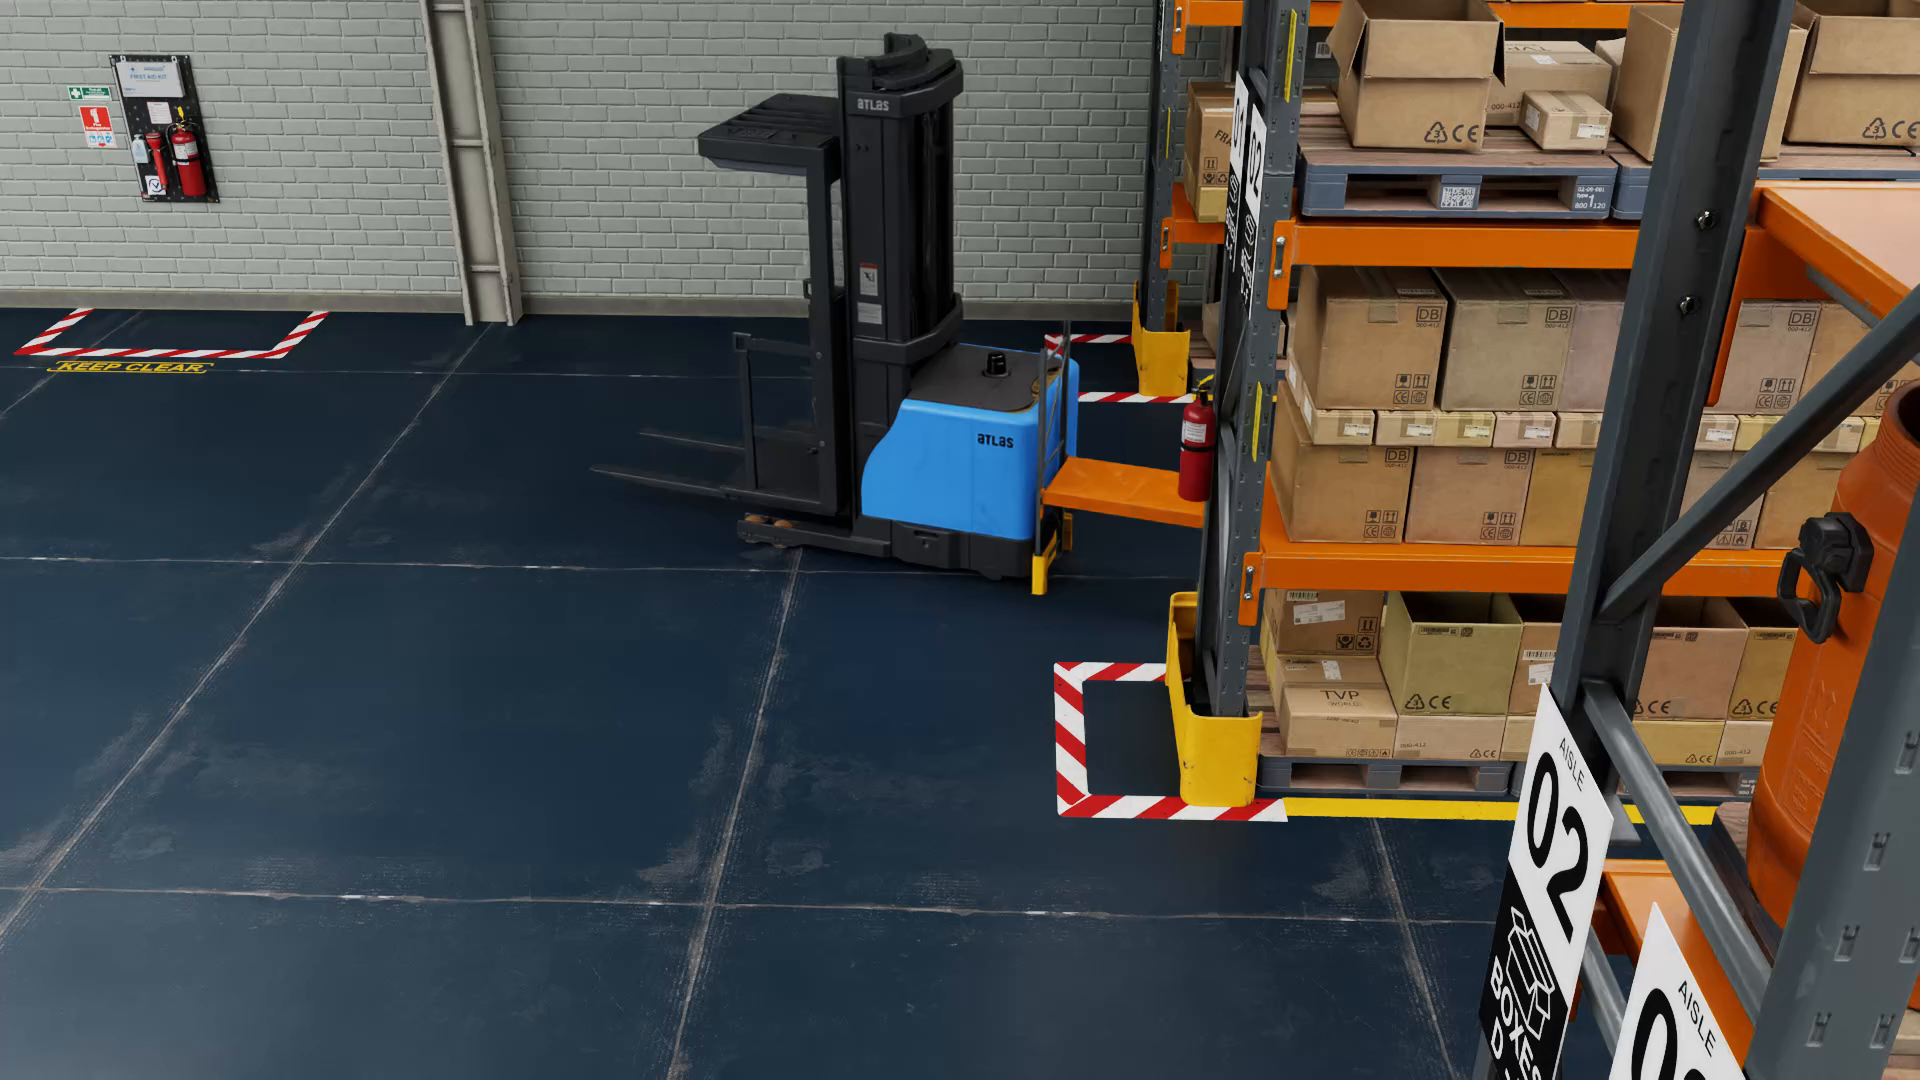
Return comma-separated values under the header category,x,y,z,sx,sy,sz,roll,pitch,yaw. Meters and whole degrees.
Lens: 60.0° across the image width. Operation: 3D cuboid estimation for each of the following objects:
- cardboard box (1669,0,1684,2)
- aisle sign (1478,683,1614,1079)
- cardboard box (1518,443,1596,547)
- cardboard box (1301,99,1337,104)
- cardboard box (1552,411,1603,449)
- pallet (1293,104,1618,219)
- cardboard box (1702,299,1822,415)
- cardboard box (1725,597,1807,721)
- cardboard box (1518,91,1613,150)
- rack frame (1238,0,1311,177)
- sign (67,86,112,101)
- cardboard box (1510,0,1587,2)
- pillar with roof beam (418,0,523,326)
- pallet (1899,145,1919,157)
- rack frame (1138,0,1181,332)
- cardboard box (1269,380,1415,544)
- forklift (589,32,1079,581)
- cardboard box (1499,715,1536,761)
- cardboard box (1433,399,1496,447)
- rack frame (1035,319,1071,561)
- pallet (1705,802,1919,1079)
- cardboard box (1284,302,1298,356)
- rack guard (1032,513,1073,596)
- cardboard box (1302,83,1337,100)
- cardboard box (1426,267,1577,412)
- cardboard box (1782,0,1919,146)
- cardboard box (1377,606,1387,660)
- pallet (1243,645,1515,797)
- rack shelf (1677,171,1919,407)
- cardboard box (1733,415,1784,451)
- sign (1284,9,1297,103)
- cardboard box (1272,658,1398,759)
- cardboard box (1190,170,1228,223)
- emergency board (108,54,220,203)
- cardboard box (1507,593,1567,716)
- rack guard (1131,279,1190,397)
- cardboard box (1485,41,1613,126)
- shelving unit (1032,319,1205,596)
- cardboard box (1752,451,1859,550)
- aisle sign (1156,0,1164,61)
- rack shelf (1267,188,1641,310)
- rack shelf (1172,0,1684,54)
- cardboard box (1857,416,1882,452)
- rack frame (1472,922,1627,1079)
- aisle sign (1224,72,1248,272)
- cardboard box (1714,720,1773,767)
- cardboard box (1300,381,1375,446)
category,x,y,z,sx,sy,sz,roll,pitch,yaw
cardboard box,4.922,-3.860,10.998,0.500,0.500,0.500,2,28,3
aisle sign,1.030,0.693,2.964,0.004,0.787,0.394,1,28,2
cardboard box,2.757,-0.349,7.600,0.500,0.500,0.700,1,28,2
cardboard box,2.401,-2.767,11.606,0.500,0.500,0.500,1,28,2
cardboard box,2.686,-0.543,7.273,0.250,0.149,0.380,0,28,0
pallet,1.975,-1.599,6.955,1.213,0.211,1.003,1,28,2
cardboard box,3.319,-0.917,7.285,0.500,0.500,0.700,1,28,2
cardboard box,3.797,0.502,7.787,0.500,0.500,0.500,1,28,2
cardboard box,2.439,-1.696,6.714,0.250,0.149,0.380,1,28,2
rack frame,1.270,-2.987,6.277,0.127,3.000,1.000,1,28,2
sign,-6.838,-3.509,13.063,0.331,0.109,0.001,1,28,2
cardboard box,3.865,-3.866,11.009,0.500,0.500,0.500,0,28,0
pillar with roof beam,-3.977,-3.783,7.778,0.400,9.000,9.100,1,28,2
pallet,4.414,-1.558,6.879,1.213,0.211,1.003,1,28,2
rack frame,1.441,-2.655,12.056,0.127,3.000,1.000,1,28,2
cardboard box,1.736,-0.367,7.632,0.500,0.500,0.700,1,28,2
forklift,-0.839,-1.466,9.886,3.031,2.935,1.130,9,29,17
cardboard box,2.797,0.821,7.986,0.500,0.250,0.500,1,28,2
cardboard box,2.167,-0.552,7.289,0.250,0.149,0.380,1,28,2
rack frame,0.530,-0.477,9.549,0.032,1.500,0.500,9,29,17
pallet,1.914,0.800,2.538,1.213,0.211,1.003,1,28,2
cardboard box,2.699,-1.598,12.464,0.500,0.311,0.500,3,28,6
rack guard,0.549,0.078,9.836,0.087,0.250,0.587,9,29,17
cardboard box,2.422,-3.008,12.059,0.500,0.500,0.500,1,28,2
cardboard box,2.314,-0.933,7.315,0.500,0.500,0.700,0,28,0
cardboard box,3.626,-1.975,6.862,0.637,0.503,0.797,4,28,7
cardboard box,2.316,0.566,8.466,0.500,0.250,0.500,1,28,2
pallet,2.035,0.889,8.348,1.213,0.211,1.003,1,28,2
rack shelf,3.090,-0.141,2.103,4.000,0.370,1.077,1,28,2
cardboard box,3.453,-0.530,7.247,0.250,0.149,0.380,2,28,3
sign,1.244,-1.823,6.266,0.005,0.325,0.100,1,28,2
cardboard box,1.798,0.806,8.014,0.500,0.250,0.500,1,28,2
cardboard box,1.917,-2.441,11.791,0.500,0.250,0.500,0,28,0
emergency board,-6.294,-3.206,13.096,0.643,1.169,0.194,1,28,2
cardboard box,2.798,0.484,7.820,0.500,0.500,0.500,1,28,2
rack guard,1.517,-1.549,12.639,0.348,0.500,1.175,1,28,2
cardboard box,2.430,-1.947,7.080,0.500,0.250,0.500,1,28,2
shelving unit,1.018,-0.396,9.397,1.083,1.500,0.587,9,29,17
cardboard box,3.795,-0.334,7.572,0.500,0.500,0.700,1,28,3
aisle sign,1.358,-3.664,11.184,0.004,0.787,0.394,1,28,2
rack shelf,3.268,-1.311,7.085,4.000,0.370,1.077,1,28,2
rack shelf,3.440,-3.629,11.459,4.000,0.370,1.077,1,28,2
cardboard box,3.971,-0.523,7.234,0.250,0.149,0.380,1,28,2
rack frame,1.091,1.982,3.308,0.127,3.000,1.000,1,28,2
aisle sign,1.214,-1.623,7.334,0.004,0.787,0.394,1,28,2
cardboard box,3.797,0.840,7.951,0.500,0.250,0.500,1,28,2
cardboard box,1.654,-0.560,7.304,0.250,0.149,0.380,1,28,1
